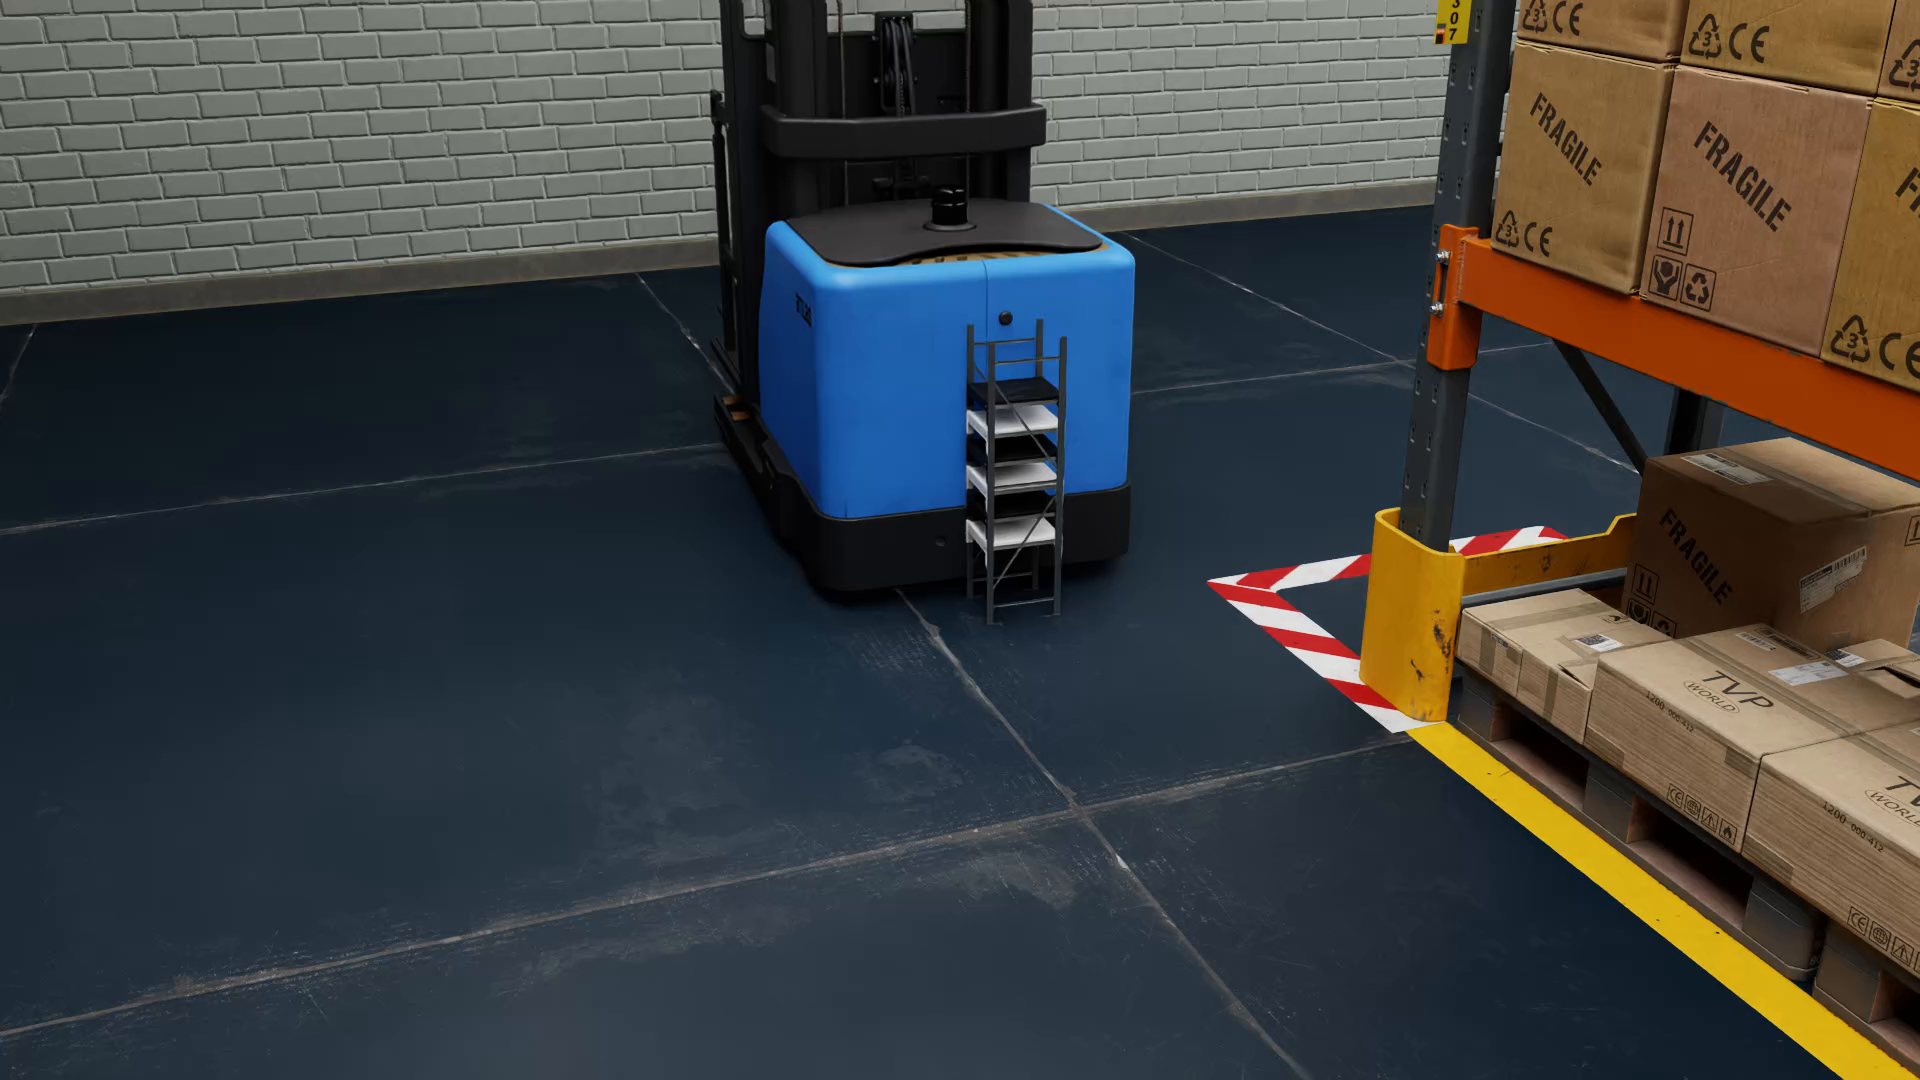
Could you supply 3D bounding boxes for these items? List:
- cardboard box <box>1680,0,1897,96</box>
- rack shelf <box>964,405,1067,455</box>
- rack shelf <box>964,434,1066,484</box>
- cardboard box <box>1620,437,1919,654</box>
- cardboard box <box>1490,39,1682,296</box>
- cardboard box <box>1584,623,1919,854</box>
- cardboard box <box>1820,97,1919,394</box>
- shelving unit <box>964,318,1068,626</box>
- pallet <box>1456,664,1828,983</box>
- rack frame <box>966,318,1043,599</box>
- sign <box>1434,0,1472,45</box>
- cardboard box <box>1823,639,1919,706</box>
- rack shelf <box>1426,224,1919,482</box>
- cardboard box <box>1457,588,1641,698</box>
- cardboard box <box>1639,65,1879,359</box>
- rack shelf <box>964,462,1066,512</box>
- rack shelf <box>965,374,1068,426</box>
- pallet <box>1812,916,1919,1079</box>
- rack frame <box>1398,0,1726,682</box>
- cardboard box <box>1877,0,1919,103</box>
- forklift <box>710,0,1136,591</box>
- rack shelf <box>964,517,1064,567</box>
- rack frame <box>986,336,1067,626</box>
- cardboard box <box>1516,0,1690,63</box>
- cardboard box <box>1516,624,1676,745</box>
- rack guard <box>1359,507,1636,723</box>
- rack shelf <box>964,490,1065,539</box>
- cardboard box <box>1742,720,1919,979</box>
[{"bbox_3d":[1.817,-1.164,3.235,0.500,0.500,0.500,-8,24,-18],"label":"cardboard box"},{"bbox_3d":[0.166,-0.337,5.014,0.258,0.077,0.200,-7,24,-16],"label":"rack shelf"},{"bbox_3d":[0.166,-0.254,5.049,0.258,0.077,0.200,-7,24,-16],"label":"rack shelf"},{"bbox_3d":[2.137,0.069,4.376,0.500,0.500,0.500,-8,24,-19],"label":"cardboard box"},{"bbox_3d":[1.625,-0.893,3.877,0.500,0.500,0.500,-8,24,-18],"label":"cardboard box"},{"bbox_3d":[1.818,0.439,3.821,0.500,0.250,0.500,-8,24,-19],"label":"cardboard box"},{"bbox_3d":[1.987,-0.523,3.000,0.500,0.500,0.500,-8,24,-19],"label":"cardboard box"},{"bbox_3d":[0.166,-0.202,5.071,0.258,0.900,0.210,-7,24,-16],"label":"shelving unit"},{"bbox_3d":[2.024,0.558,4.154,1.003,0.211,1.213,-8,24,-19],"label":"pallet"},{"bbox_3d":[0.136,-0.240,5.160,0.240,0.900,0.006,-7,24,-16],"label":"rack frame"},{"bbox_3d":[1.207,-1.368,4.020,0.100,0.325,0.005,-8,24,-19],"label":"sign"},{"bbox_3d":[2.196,0.382,4.063,0.380,0.166,0.250,-8,24,-19],"label":"cardboard box"},{"bbox_3d":[2.421,0.014,2.780,1.077,0.370,4.000,-8,24,-19],"label":"rack shelf"},{"bbox_3d":[1.541,0.266,4.360,0.380,0.149,0.250,-8,24,-19],"label":"cardboard box"},{"bbox_3d":[1.812,-0.706,3.434,0.500,0.500,0.500,-9,24,-20],"label":"cardboard box"},{"bbox_3d":[0.166,-0.171,5.084,0.258,0.077,0.200,-7,24,-16],"label":"rack shelf"},{"bbox_3d":[0.166,-0.420,4.979,0.258,0.077,0.200,-7,24,-16],"label":"rack shelf"},{"bbox_3d":[2.452,1.001,3.104,1.003,0.211,1.213,-8,24,-19],"label":"pallet"},{"bbox_3d":[1.715,-1.044,4.365,1.000,3.000,0.127,-8,24,-19],"label":"rack frame"},{"bbox_3d":[1.989,-0.982,2.802,0.500,0.500,0.500,-8,24,-18],"label":"cardboard box"},{"bbox_3d":[-0.364,-1.735,6.094,1.130,2.935,3.031,-7,24,-16],"label":"forklift"},{"bbox_3d":[0.166,-0.006,5.154,0.258,0.077,0.200,-7,24,-16],"label":"rack shelf"},{"bbox_3d":[0.196,-0.164,4.981,0.240,0.900,0.006,-7,24,-16],"label":"rack frame"},{"bbox_3d":[1.625,-1.353,3.683,0.500,0.500,0.500,-8,24,-17],"label":"cardboard box"},{"bbox_3d":[1.630,0.349,4.141,0.380,0.166,0.250,-8,24,-19],"label":"cardboard box"},{"bbox_3d":[1.742,0.136,4.785,1.175,0.500,0.348,-8,24,-19],"label":"rack guard"},{"bbox_3d":[0.166,-0.088,5.119,0.258,0.077,0.200,-7,24,-16],"label":"rack shelf"},{"bbox_3d":[1.995,0.620,3.390,0.500,0.250,0.500,-8,24,-19],"label":"cardboard box"}]
